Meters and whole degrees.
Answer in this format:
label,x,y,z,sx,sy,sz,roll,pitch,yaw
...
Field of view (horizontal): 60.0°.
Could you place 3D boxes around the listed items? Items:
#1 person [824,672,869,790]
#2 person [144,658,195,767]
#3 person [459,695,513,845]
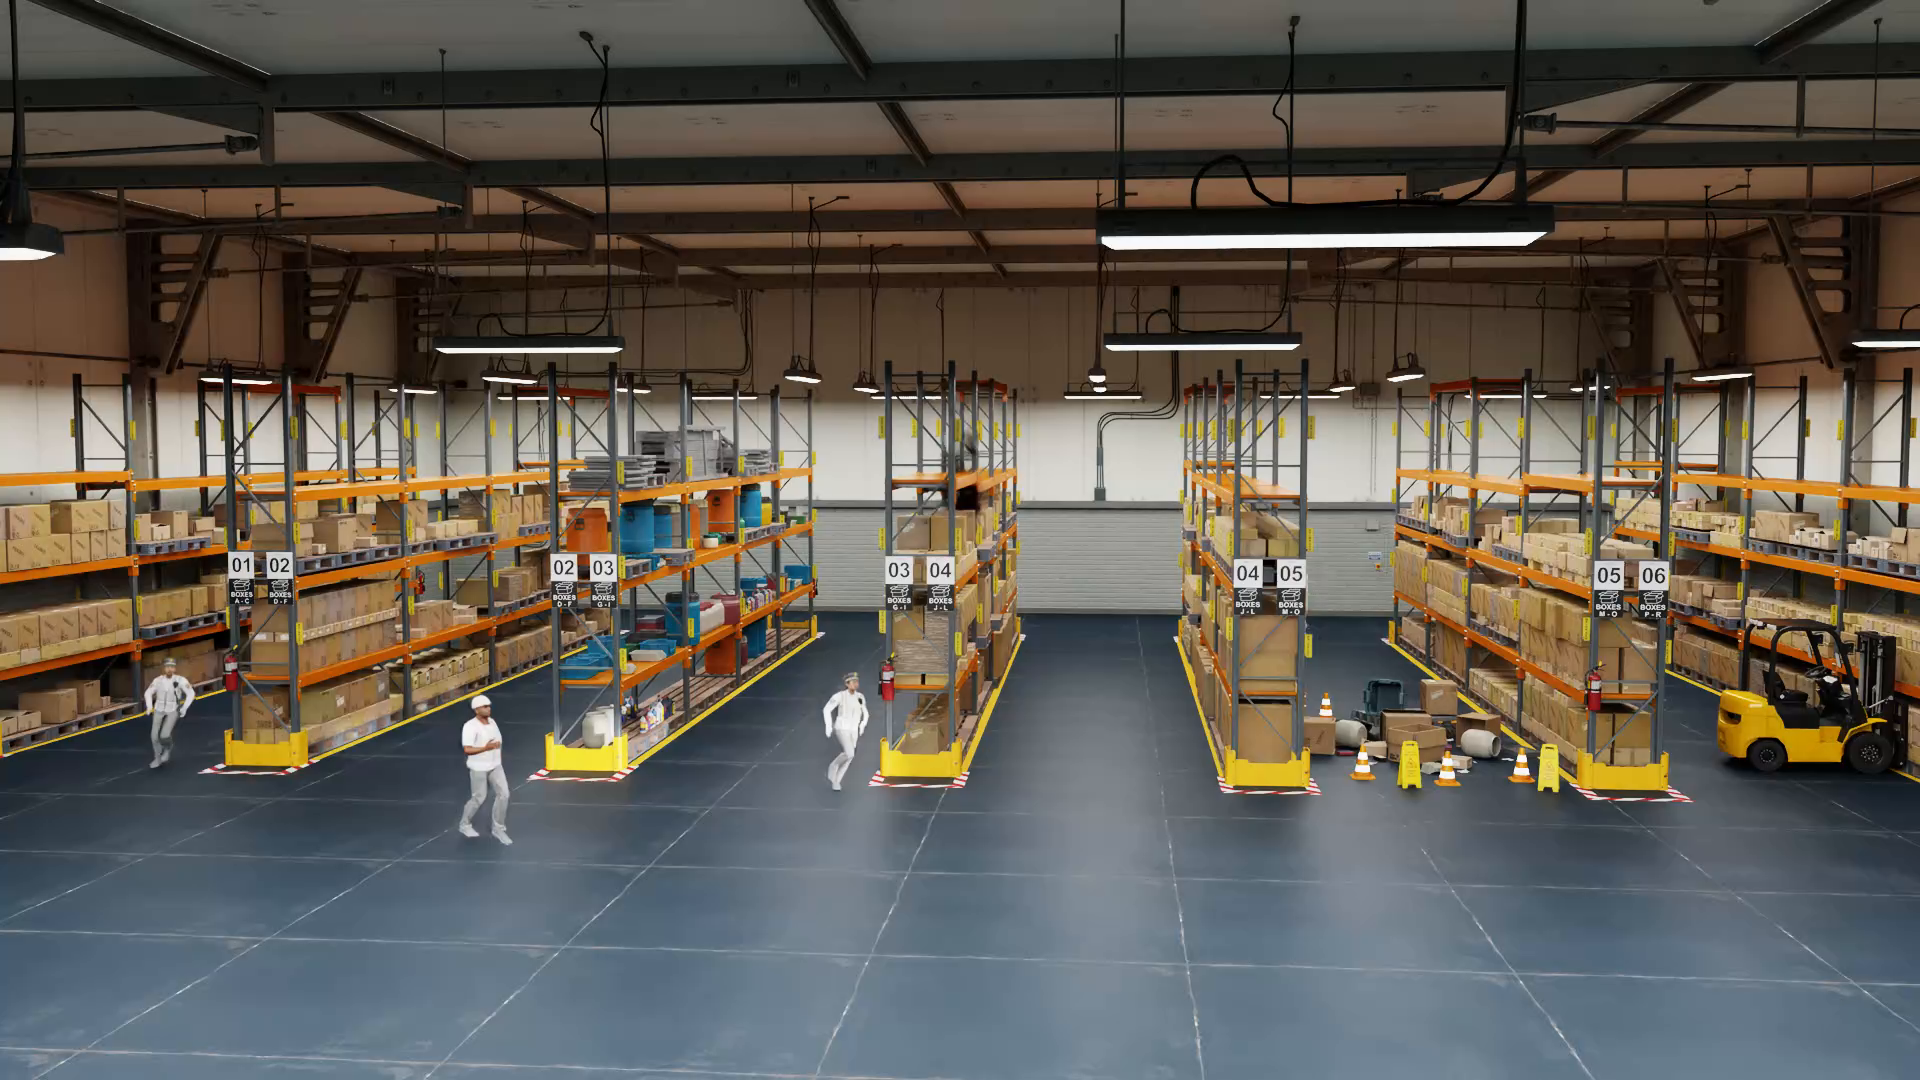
label,x,y,z,sx,sy,sz,roll,pitch,yaw
person,-1.521,2.662,23.192,0.633,1.621,0.498,-2,4,-32
person,-11.792,2.565,24.728,0.668,1.640,0.507,0,4,-7
person,-5.764,2.789,20.155,0.731,1.824,0.676,2,4,28
